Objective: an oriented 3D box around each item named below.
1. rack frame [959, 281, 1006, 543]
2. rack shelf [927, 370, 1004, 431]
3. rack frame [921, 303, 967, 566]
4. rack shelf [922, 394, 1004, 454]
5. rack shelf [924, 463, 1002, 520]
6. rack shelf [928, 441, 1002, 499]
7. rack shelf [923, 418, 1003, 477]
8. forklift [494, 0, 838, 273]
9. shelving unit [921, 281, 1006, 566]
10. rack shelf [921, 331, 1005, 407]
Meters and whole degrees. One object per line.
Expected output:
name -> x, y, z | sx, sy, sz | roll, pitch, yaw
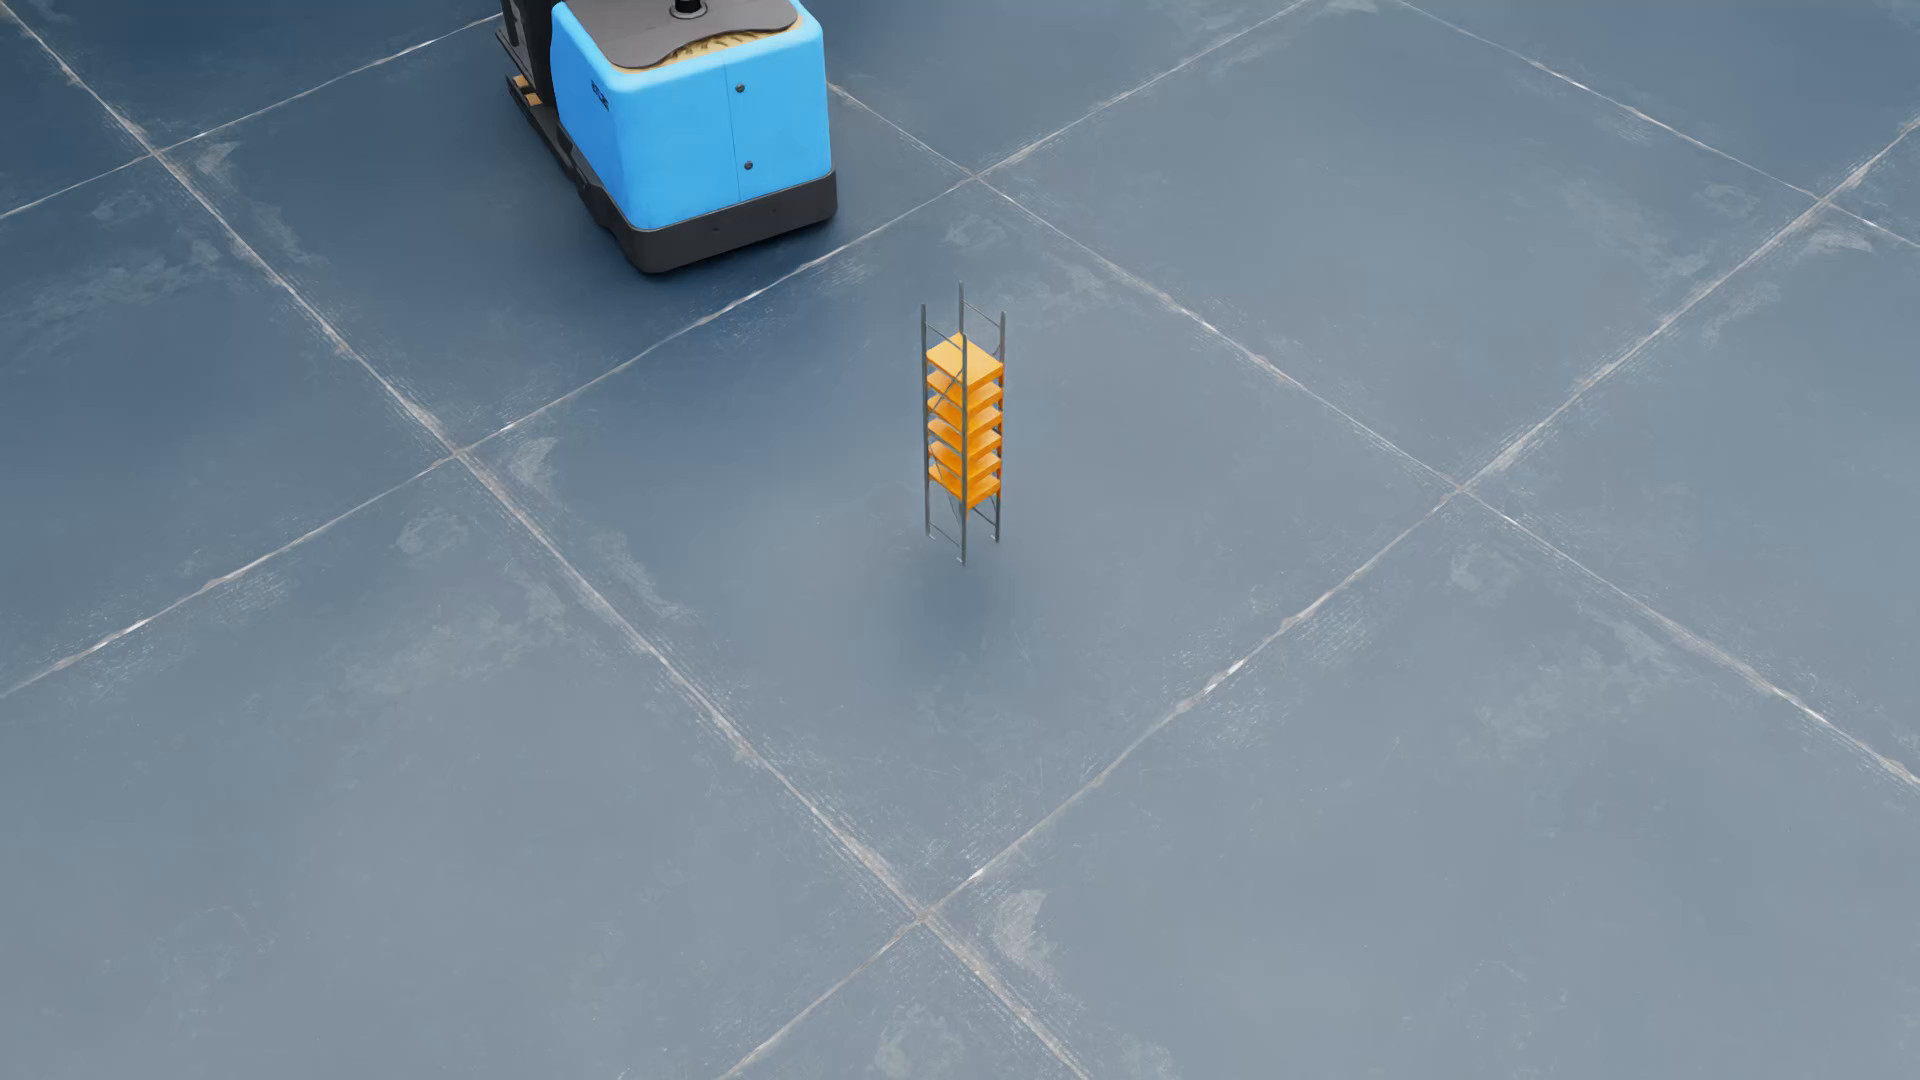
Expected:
rack frame -> 0.078, -0.459, 6.357 | 0.006, 1.200, 0.240 | -34, 56, -27
rack shelf -> 0.011, -0.547, 6.172 | 0.180, 0.103, 0.258 | -34, 56, -27
rack frame -> -0.057, -0.369, 6.274 | 0.006, 1.200, 0.240 | -34, 56, -27
rack shelf -> 0.011, -0.465, 6.260 | 0.180, 0.103, 0.258 | -34, 56, -27
rack shelf -> 0.011, -0.221, 6.525 | 0.180, 0.103, 0.258 | -34, 56, -27
rack shelf -> 0.011, -0.303, 6.436 | 0.180, 0.103, 0.258 | -34, 56, -27
rack shelf -> 0.011, -0.384, 6.348 | 0.180, 0.103, 0.258 | -34, 56, -27
forklift -> -1.752, -3.331, 7.829 | 1.130, 2.935, 3.031 | -22, 51, -19
shelving unit -> 0.011, -0.414, 6.316 | 0.189, 1.200, 0.258 | -34, 56, -27
rack shelf -> 0.011, -0.628, 6.084 | 0.180, 0.103, 0.258 | -34, 56, -27
